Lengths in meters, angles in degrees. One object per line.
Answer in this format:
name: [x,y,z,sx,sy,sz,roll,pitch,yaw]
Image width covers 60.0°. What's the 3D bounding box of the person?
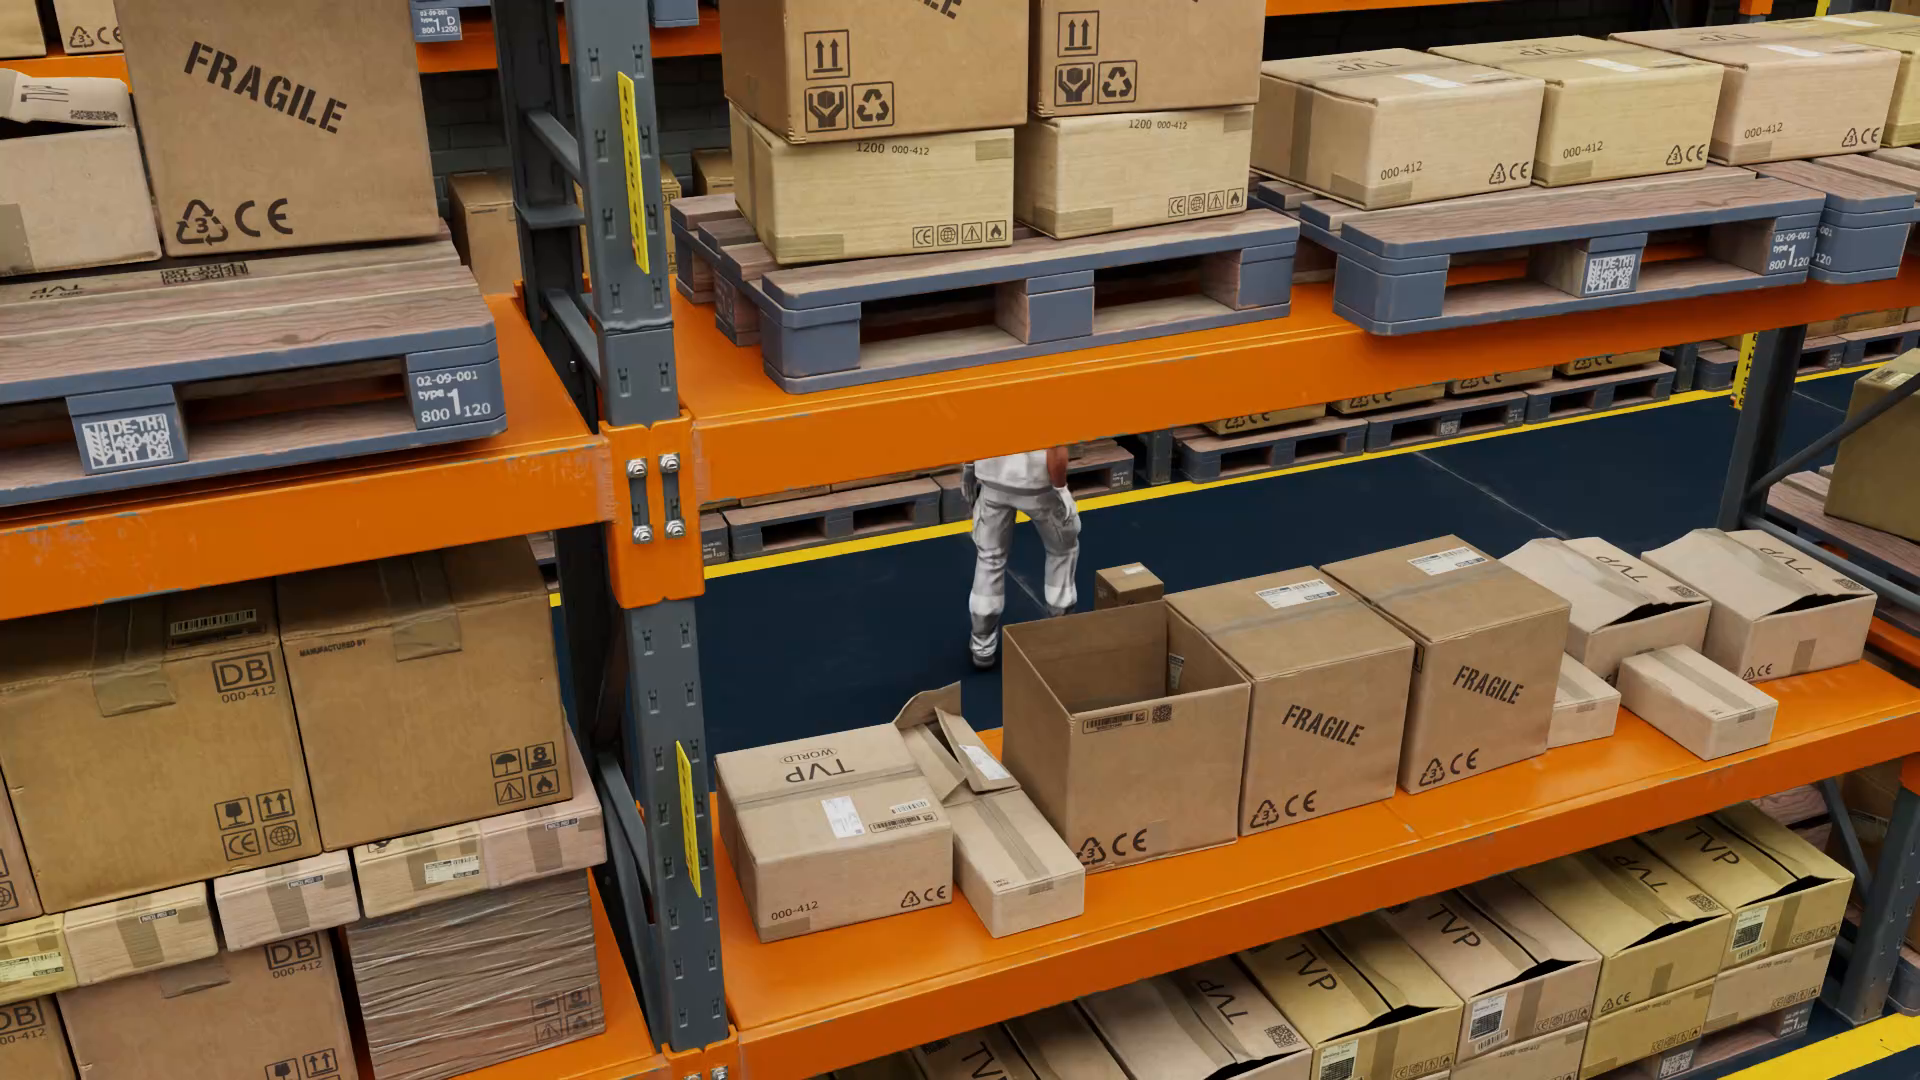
person: [0.282,-0.291,7.649,0.598,1.780,0.565,13,28,24]
